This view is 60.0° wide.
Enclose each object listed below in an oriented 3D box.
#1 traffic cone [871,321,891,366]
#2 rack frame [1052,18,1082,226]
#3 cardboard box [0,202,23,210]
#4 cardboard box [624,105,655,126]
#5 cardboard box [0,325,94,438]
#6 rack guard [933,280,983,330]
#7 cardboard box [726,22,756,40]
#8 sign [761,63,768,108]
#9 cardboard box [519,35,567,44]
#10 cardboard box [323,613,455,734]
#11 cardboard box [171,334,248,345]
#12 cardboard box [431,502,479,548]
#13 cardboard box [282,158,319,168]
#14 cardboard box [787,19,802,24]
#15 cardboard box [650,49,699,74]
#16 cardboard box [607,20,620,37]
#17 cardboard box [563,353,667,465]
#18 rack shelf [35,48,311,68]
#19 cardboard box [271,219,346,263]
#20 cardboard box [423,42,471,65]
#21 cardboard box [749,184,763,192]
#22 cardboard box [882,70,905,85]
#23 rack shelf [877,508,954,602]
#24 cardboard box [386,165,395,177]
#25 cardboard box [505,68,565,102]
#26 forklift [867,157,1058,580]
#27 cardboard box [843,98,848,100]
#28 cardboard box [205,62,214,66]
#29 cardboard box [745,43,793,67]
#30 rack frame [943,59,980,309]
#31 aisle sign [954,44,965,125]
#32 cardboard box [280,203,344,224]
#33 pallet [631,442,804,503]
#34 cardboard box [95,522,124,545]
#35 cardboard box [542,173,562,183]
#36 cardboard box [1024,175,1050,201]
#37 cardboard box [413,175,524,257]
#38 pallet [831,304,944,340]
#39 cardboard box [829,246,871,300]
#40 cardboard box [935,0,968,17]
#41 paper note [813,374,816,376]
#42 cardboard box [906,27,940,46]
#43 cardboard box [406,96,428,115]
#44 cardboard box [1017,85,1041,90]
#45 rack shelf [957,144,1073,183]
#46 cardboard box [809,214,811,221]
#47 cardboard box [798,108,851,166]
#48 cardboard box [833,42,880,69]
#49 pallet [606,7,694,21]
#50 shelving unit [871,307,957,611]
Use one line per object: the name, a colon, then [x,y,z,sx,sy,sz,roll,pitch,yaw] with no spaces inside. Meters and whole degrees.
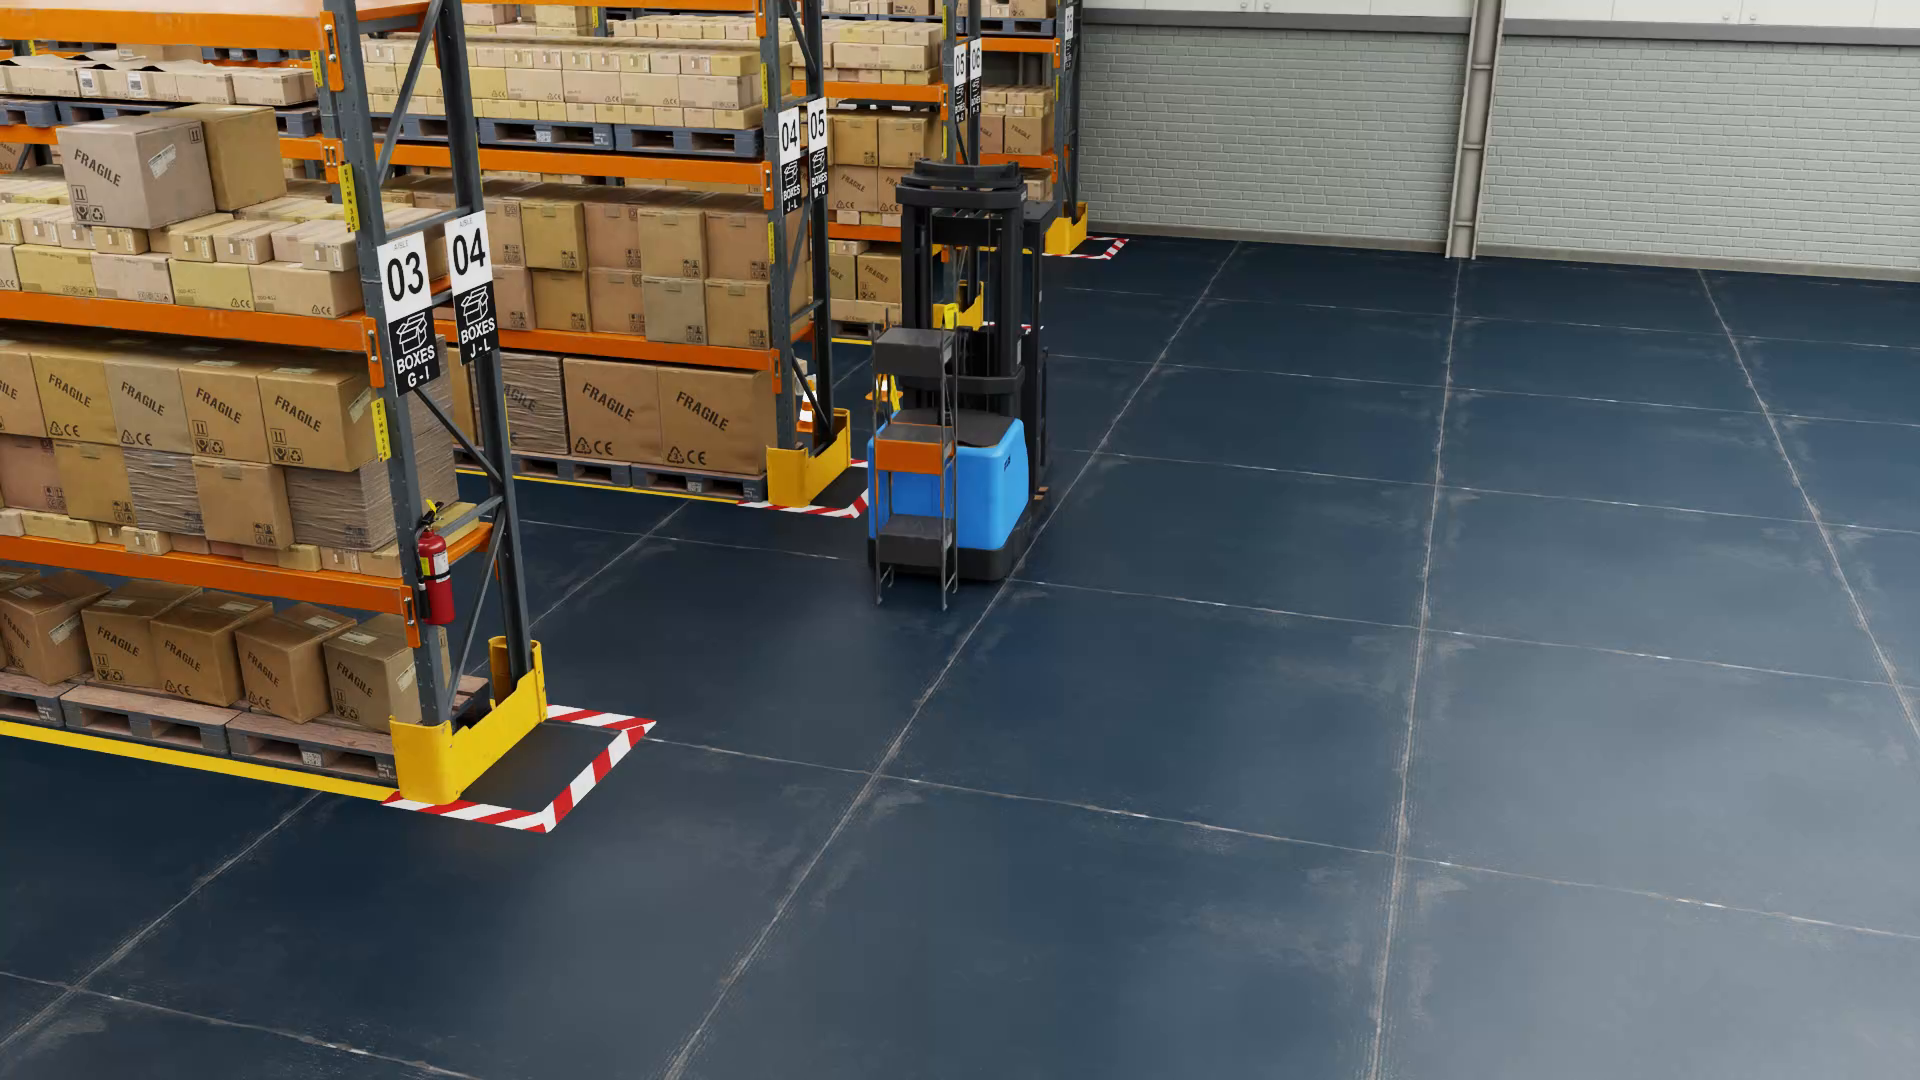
traffic cone: [-0.762,-2.096,17.675,0.334,0.463,0.336,7,23,16]
rack frame: [1.453,-5.495,22.619,0.127,3.000,1.000,7,23,16]
cardboard box: [-5.442,-1.770,9.258,0.250,0.149,0.380,6,23,15]
cardboard box: [-2.456,-3.391,13.182,0.250,0.149,0.380,7,23,16]
cardboard box: [-5.355,-0.925,9.635,0.500,0.500,0.500,7,23,16]
rack guard: [-0.050,-2.543,18.716,0.348,0.500,1.175,7,23,16]
cardboard box: [-2.337,-5.494,17.944,0.250,0.149,0.380,6,23,15]
sign: [-1.481,-3.447,12.610,0.005,0.325,0.100,7,23,16]
cardboard box: [-3.490,-4.138,13.954,0.250,0.149,0.380,6,23,15]
cardboard box: [-3.433,0.797,10.020,0.500,0.500,0.500,11,25,25]
cardboard box: [-4.244,-1.008,9.839,0.500,0.500,0.500,7,23,16]
cardboard box: [-3.044,-0.092,9.778,0.250,0.149,0.380,7,23,16]
cardboard box: [-8.174,-4.691,20.197,0.500,0.250,0.500,6,23,15]
cardboard box: [-1.707,-5.623,18.258,0.250,0.149,0.380,7,23,17]
cardboard box: [-2.215,-3.732,12.964,0.250,0.149,0.380,7,23,16]
cardboard box: [-4.251,-5.852,19.181,0.500,0.250,0.500,6,23,14]
cardboard box: [-2.822,-1.239,14.489,0.875,0.875,0.875,6,23,15]
rack shelf: [-9.551,-5.842,20.461,4.000,0.370,1.077,7,23,16]
cardboard box: [-3.411,-1.582,8.798,0.250,0.149,0.380,6,23,14]
cardboard box: [-4.160,-3.955,13.506,0.250,0.149,0.380,6,23,15]
cardboard box: [-2.013,-4.010,18.474,0.500,0.500,0.500,7,23,16]
cardboard box: [-0.648,-4.916,17.585,0.250,0.149,0.380,7,23,16]
rack shelf: [-0.311,0.105,12.034,0.480,0.518,0.431,5,23,12]
cardboard box: [-6.612,-4.415,19.764,0.250,0.149,0.380,7,23,16]
cardboard box: [-3.301,-3.696,13.402,0.500,0.250,0.500,7,23,16]
forklift: [0.145,-1.587,13.182,1.130,2.935,3.031,5,23,12]
cardboard box: [-1.427,-6.049,22.983,0.250,0.149,0.380,7,23,17]
cardboard box: [-6.870,-4.168,14.924,0.258,0.266,0.396,7,23,16]
cardboard box: [-1.538,-3.915,13.409,0.250,0.149,0.380,7,23,16]
rack frame: [0.022,-3.691,18.221,0.127,3.000,1.000,7,23,16]
aisle sign: [-0.002,-4.782,17.454,0.004,0.787,0.394,7,23,16]
cardboard box: [-3.535,-1.754,9.219,0.250,0.149,0.380,6,23,15]
pallet: [-2.099,-0.651,14.483,1.213,0.211,1.003,7,23,15]
cardboard box: [-4.858,-0.110,9.821,0.250,0.149,0.380,7,23,16]
cardboard box: [-4.627,-4.199,19.237,0.250,0.149,0.380,6,23,14]
cardboard box: [0.922,-4.817,22.718,0.500,0.250,0.500,7,23,17]
cardboard box: [-4.237,-2.818,14.472,0.550,0.550,0.875,7,23,16]
pallet: [-0.818,-2.511,19.019,1.213,0.211,1.003,7,23,16]
cardboard box: [-1.320,-3.009,18.641,0.500,0.500,0.500,7,23,17]
cardboard box: [0.007,-7.278,22.197,0.500,0.500,0.700,7,23,16]
paper note: [-1.458,-1.698,17.274,0.142,0.019,0.148,-1,22,-3]
cardboard box: [-0.387,-5.261,17.377,0.250,0.149,0.380,7,23,16]
cardboard box: [-4.403,-3.613,13.725,0.250,0.149,0.380,6,23,15]
cardboard box: [0.956,-6.145,22.826,0.250,0.149,0.380,7,23,17]
rack shelf: [-0.462,-5.381,23.290,4.000,0.370,1.077,7,23,16]
cardboard box: [-1.642,-3.653,18.459,0.250,0.149,0.380,6,23,15]
cardboard box: [-1.530,-4.391,18.086,0.500,0.500,0.700,6,23,15]
cardboard box: [-1.023,-5.166,17.669,0.500,0.250,0.500,6,23,15]
pallet: [-4.459,-7.509,23.825,1.213,0.211,1.003,8,24,18]
shelving unit: [-0.311,-0.556,11.763,0.503,2.100,0.431,5,23,12]
